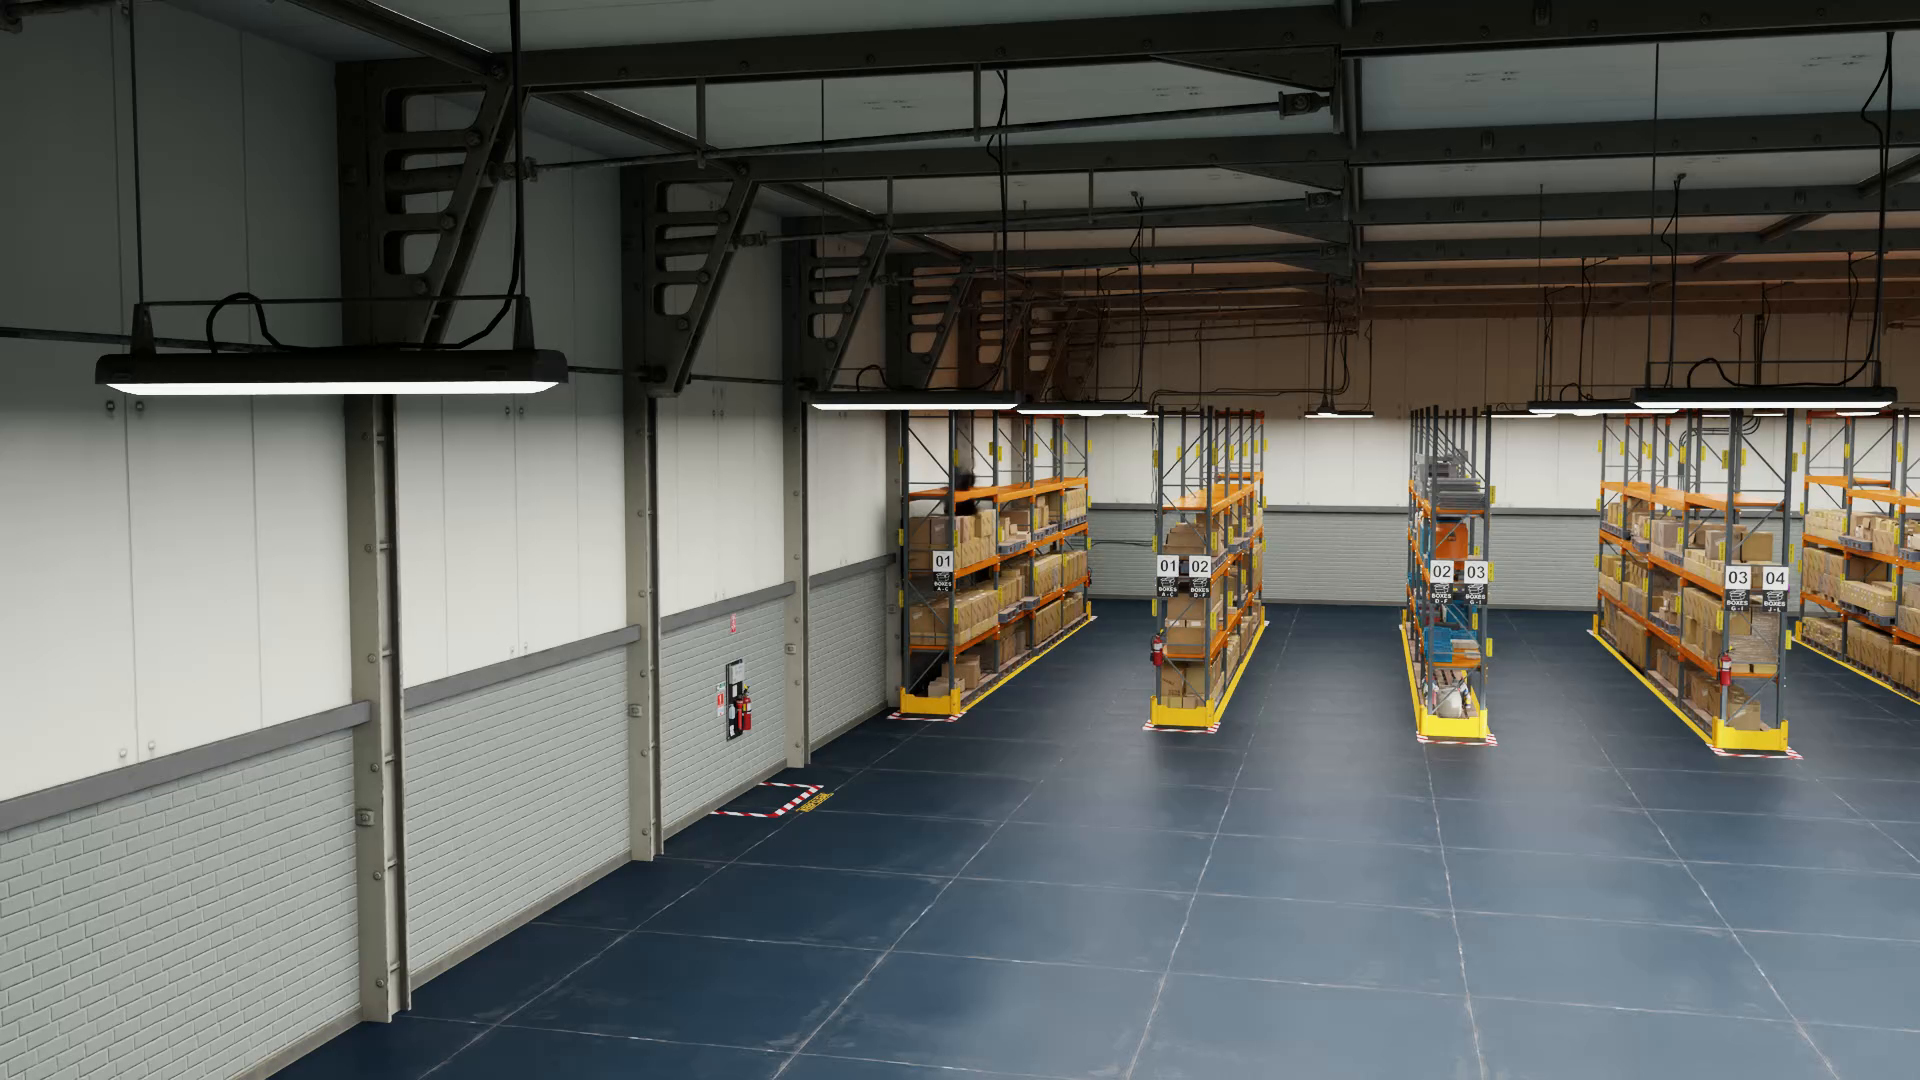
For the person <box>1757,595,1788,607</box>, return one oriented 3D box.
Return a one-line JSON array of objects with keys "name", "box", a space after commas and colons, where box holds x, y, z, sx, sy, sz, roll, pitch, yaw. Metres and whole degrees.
[{"name": "person", "box": [20.199, 1.867, 41.383, 0.733, 1.767, 0.928, 2, 4, 21]}]
